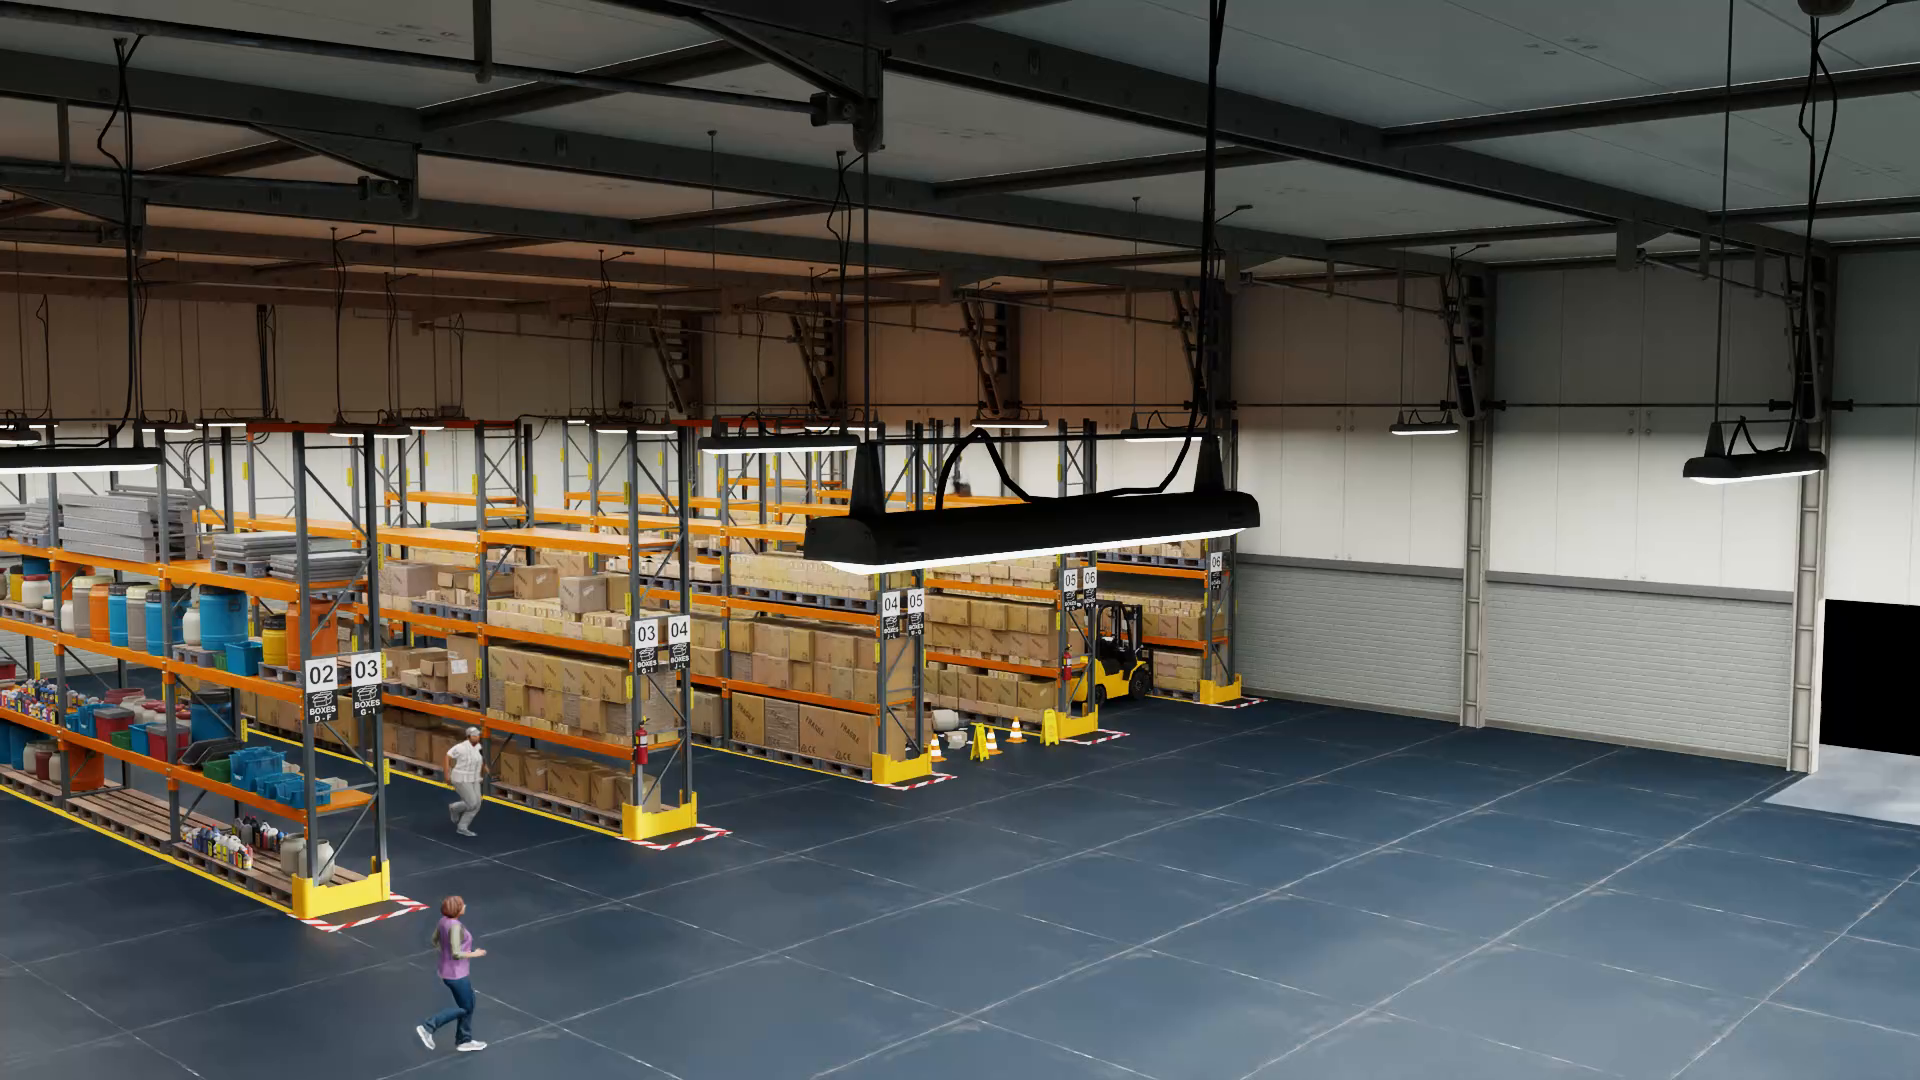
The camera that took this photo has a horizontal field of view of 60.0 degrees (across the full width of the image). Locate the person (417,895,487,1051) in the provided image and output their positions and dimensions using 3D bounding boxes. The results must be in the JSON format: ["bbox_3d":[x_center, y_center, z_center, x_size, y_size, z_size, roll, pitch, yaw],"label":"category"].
[{"bbox_3d":[-4.957,4.226,16.160,0.682,1.566,0.546,-3,5,-31],"label":"person"}]

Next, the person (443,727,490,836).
[{"bbox_3d":[-7.200,3.547,24.397,0.623,1.619,0.645,2,5,27],"label":"person"}]
